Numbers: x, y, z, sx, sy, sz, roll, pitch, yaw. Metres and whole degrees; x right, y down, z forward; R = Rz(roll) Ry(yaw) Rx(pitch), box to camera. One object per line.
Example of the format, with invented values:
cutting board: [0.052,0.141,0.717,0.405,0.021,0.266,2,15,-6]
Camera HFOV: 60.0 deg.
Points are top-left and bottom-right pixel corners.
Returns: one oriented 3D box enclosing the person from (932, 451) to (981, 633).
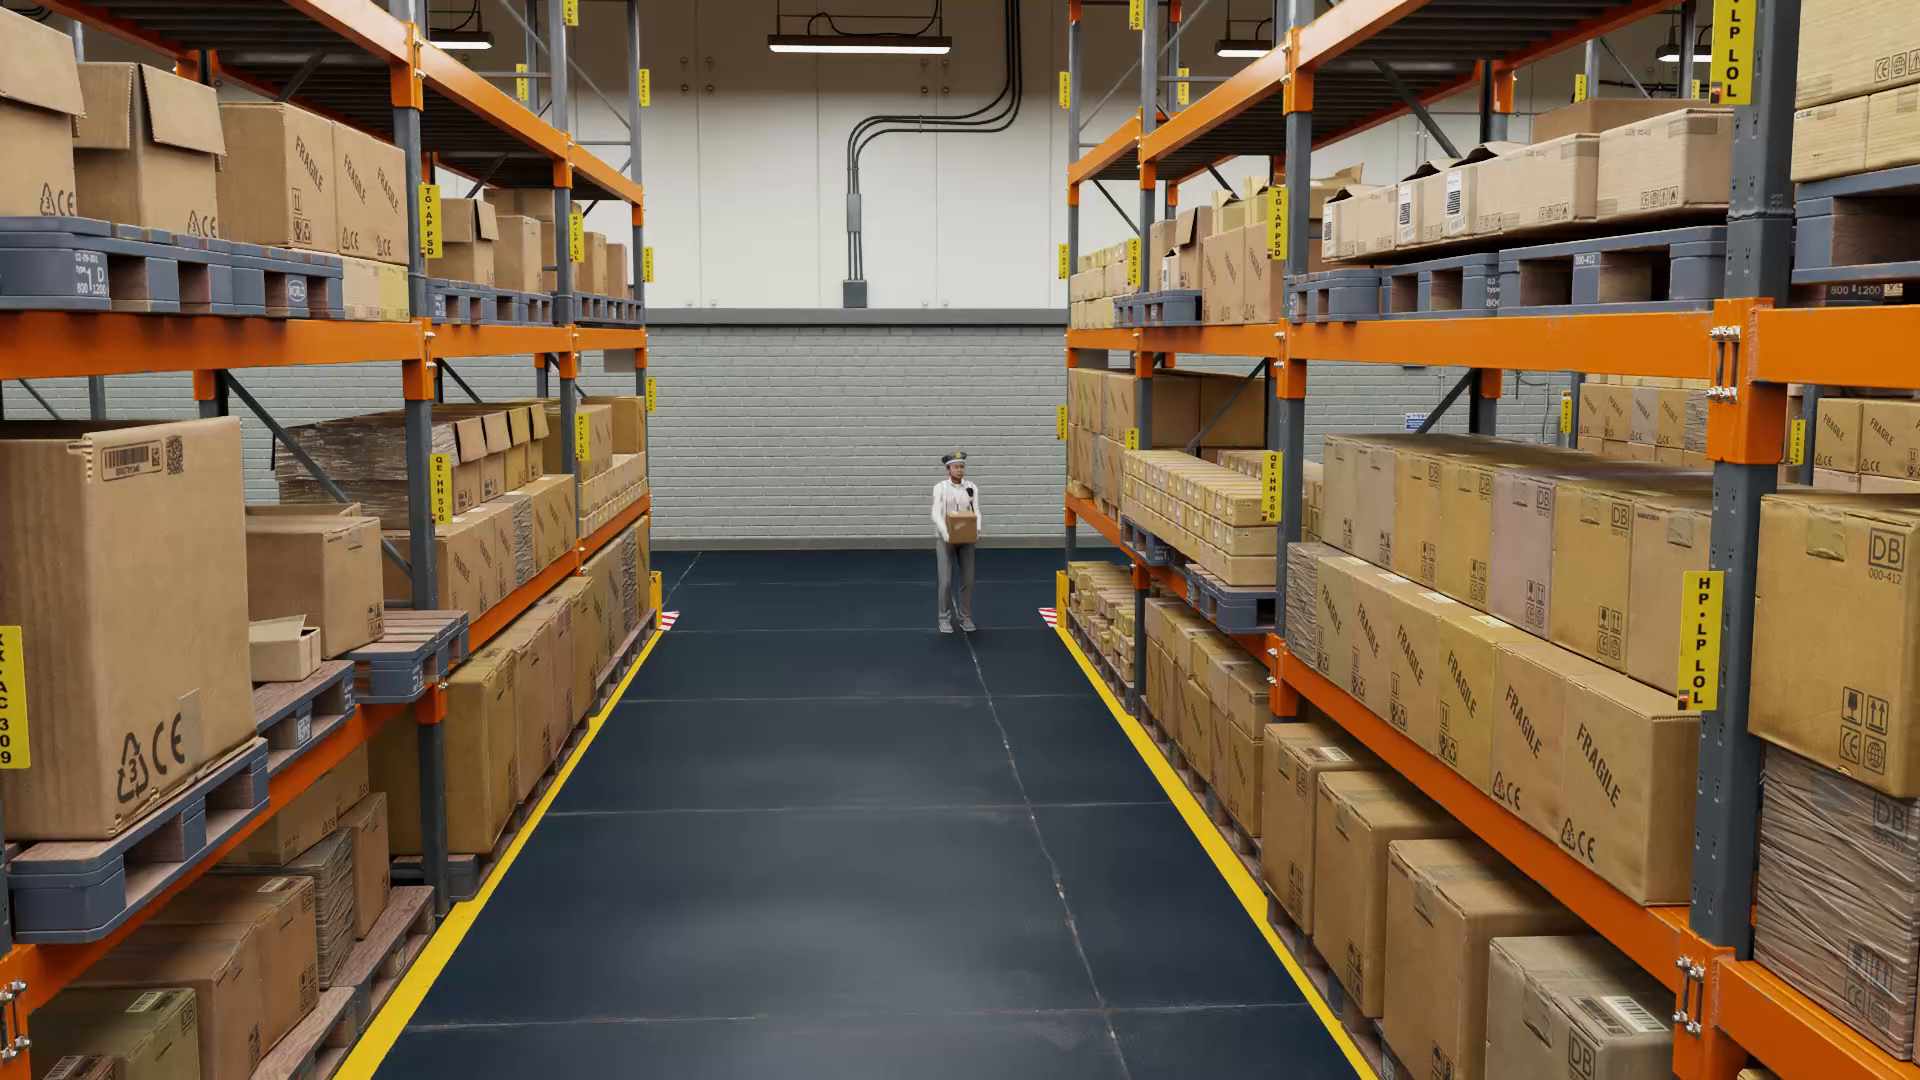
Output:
person: [-0.032,0.018,15.519,0.459,1.687,0.546,-1,7,-12]
